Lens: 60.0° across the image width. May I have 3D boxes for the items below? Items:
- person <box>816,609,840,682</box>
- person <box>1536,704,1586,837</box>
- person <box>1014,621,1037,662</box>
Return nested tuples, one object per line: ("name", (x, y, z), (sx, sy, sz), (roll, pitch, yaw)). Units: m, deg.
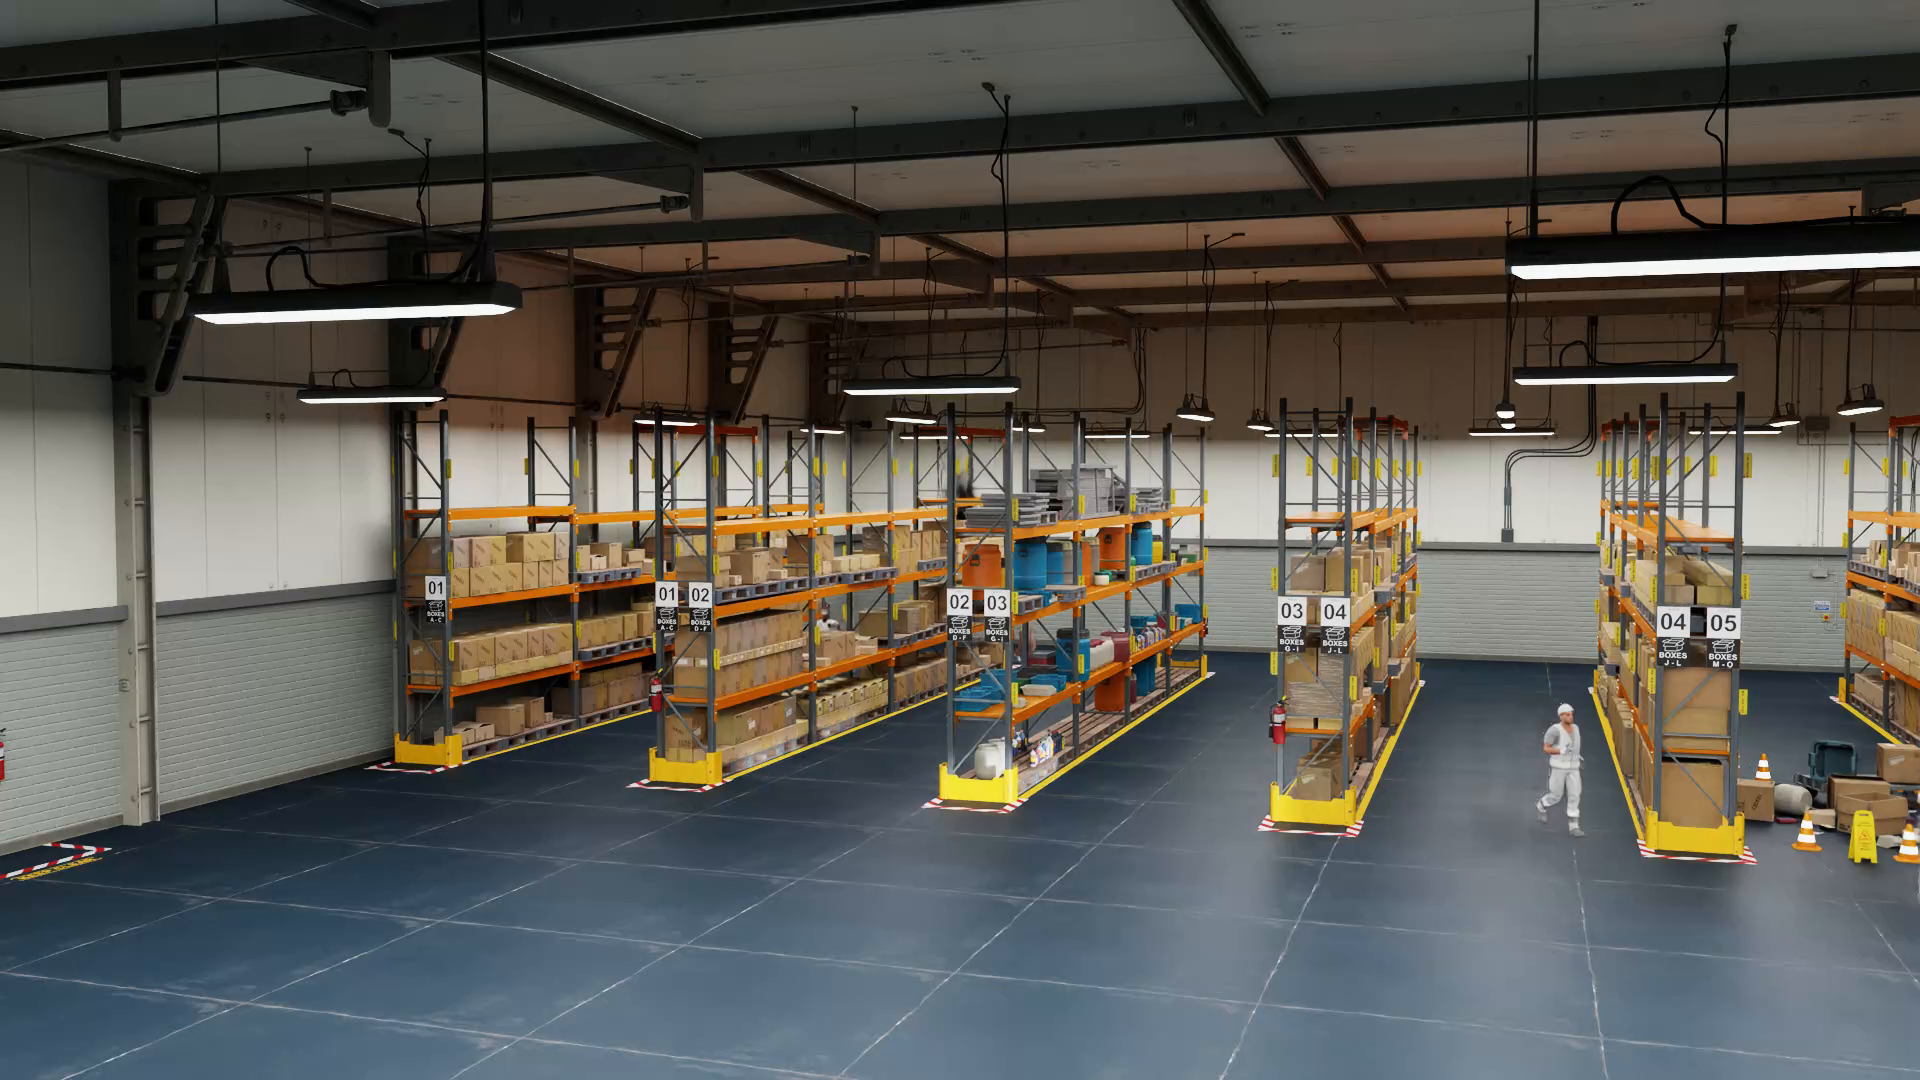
("person", (-3.156, 2.495, 39.319), (0.572, 1.756, 0.865), (0, 2, 11))
("person", (8.230, 3.116, 22.703), (0.670, 1.775, 0.951), (-1, 3, -14))
("person", (1.642, 2.327, 42.385), (0.595, 1.650, 0.984), (-2, 3, -33))
